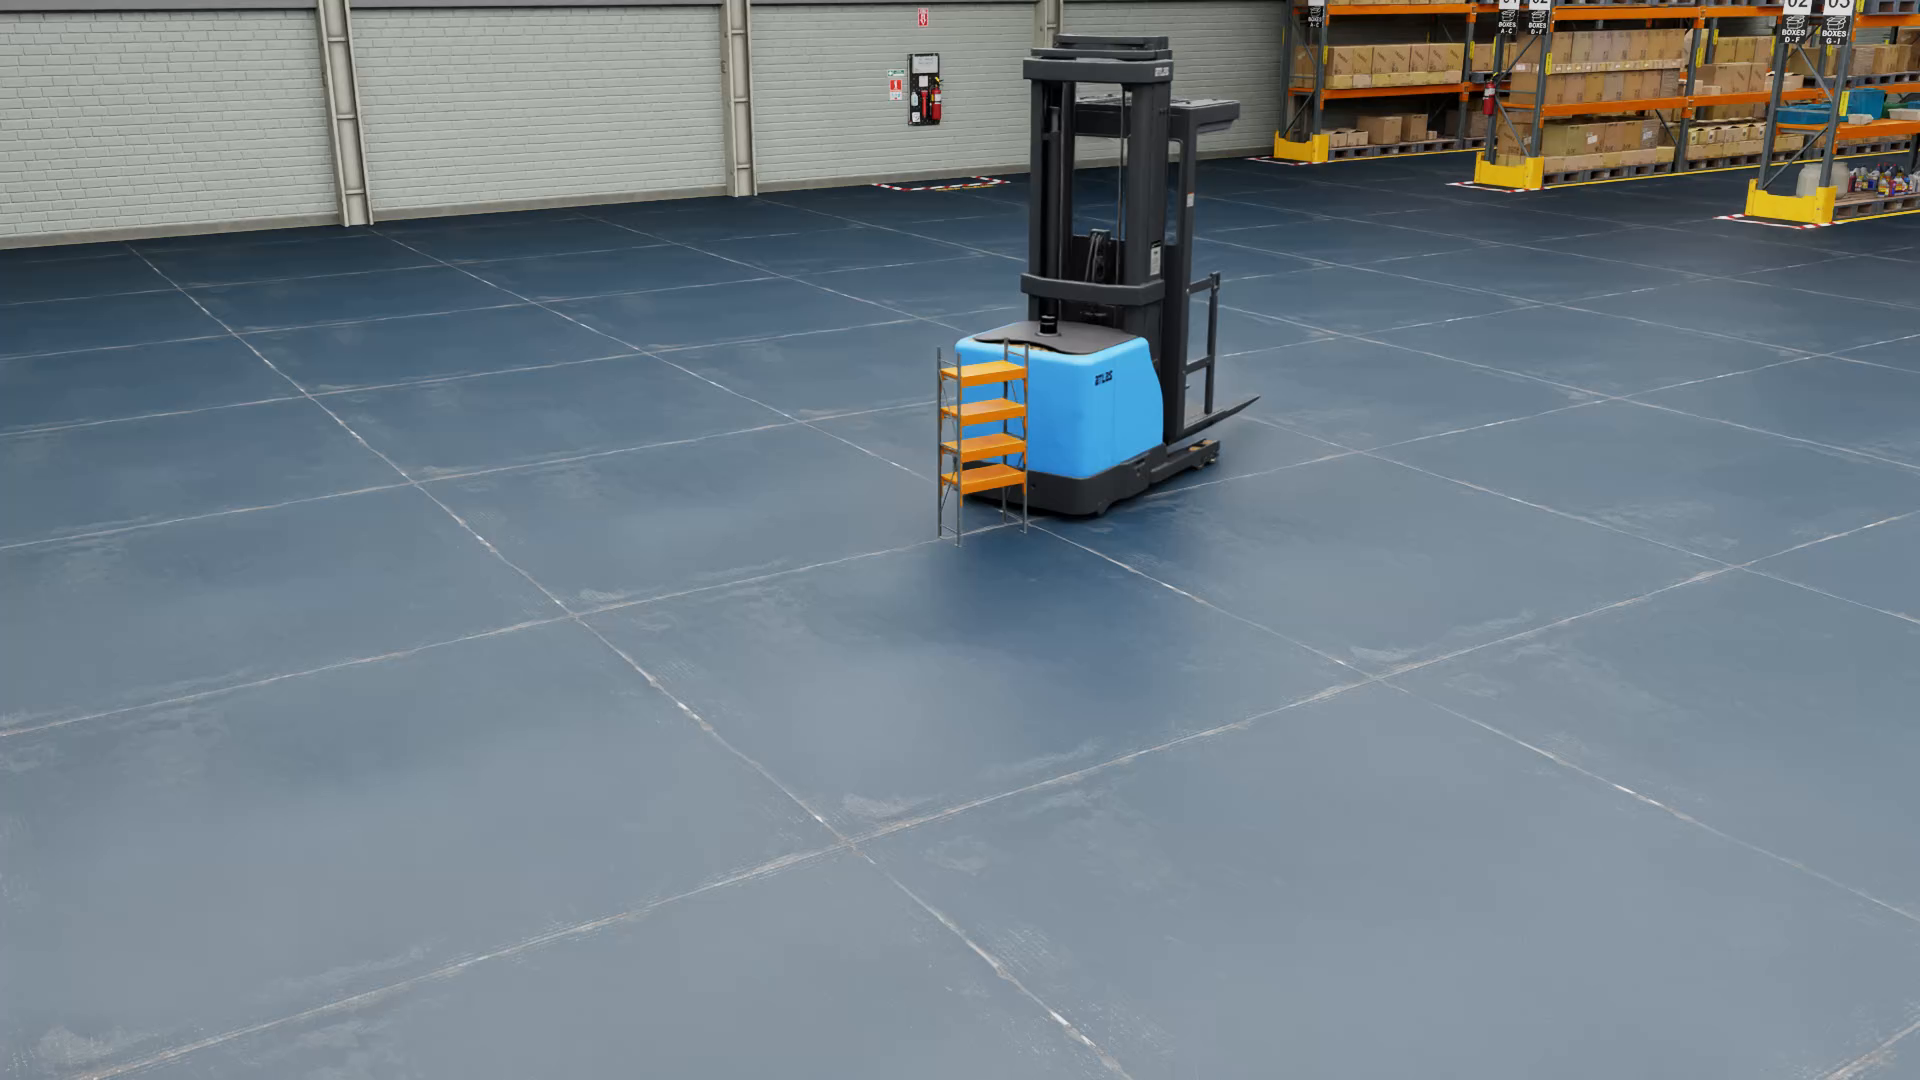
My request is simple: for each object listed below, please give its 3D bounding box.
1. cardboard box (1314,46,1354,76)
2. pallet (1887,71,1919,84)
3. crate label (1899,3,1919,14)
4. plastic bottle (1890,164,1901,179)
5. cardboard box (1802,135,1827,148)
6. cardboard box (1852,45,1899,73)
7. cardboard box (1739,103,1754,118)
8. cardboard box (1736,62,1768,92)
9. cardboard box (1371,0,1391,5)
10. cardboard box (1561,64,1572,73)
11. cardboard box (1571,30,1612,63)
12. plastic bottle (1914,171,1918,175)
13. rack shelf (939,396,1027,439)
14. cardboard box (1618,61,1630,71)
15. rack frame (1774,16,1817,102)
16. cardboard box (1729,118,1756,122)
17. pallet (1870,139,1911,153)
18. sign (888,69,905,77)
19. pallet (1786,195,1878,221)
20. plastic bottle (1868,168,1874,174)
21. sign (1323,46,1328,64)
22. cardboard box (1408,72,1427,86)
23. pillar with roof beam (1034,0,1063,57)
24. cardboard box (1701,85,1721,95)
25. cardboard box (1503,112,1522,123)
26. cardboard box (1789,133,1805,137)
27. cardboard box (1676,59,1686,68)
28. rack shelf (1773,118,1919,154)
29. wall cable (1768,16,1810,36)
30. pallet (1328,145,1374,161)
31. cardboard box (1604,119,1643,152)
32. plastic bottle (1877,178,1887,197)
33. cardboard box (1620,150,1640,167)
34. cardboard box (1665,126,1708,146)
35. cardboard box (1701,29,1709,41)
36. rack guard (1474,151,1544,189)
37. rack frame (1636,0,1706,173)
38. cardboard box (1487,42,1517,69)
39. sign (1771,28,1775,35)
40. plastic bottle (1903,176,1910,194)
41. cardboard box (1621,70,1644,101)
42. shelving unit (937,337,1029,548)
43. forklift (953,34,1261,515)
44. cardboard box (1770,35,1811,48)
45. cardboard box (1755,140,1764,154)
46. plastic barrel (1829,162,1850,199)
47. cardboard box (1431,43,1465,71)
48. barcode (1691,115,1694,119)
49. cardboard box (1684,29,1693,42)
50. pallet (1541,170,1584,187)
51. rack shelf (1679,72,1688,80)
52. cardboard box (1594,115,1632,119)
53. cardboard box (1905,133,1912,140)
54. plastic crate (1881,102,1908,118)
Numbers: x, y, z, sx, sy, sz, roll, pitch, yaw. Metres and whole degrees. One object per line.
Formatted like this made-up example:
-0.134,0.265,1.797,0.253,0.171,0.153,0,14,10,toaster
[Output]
7.000,-8.979,31.154,0.500,0.500,0.500,-12,22,-31,cardboard box
18.458,-9.269,33.278,1.213,0.211,1.003,-12,22,-31,pallet
13.630,-7.624,23.661,0.408,0.251,0.502,-12,22,-31,crate label
14.403,-5.620,25.635,0.185,0.351,0.144,-12,22,-31,plastic bottle
16.383,-7.795,31.834,0.500,0.500,0.500,-11,22,-29,cardboard box
18.128,-9.556,33.015,0.500,0.500,0.700,-8,20,-23,cardboard box
17.991,-10.092,38.661,0.500,0.500,0.700,-11,22,-30,cardboard box
14.453,-8.514,30.590,0.500,0.500,0.500,-13,23,-34,cardboard box
7.753,-10.330,31.244,0.500,0.500,0.500,-11,21,-29,cardboard box
9.829,-7.771,27.379,0.250,0.149,0.380,-13,22,-33,cardboard box
10.462,-8.291,27.903,0.500,0.500,0.700,-12,22,-31,cardboard box
14.584,-5.466,25.294,0.135,0.276,0.152,-12,22,-31,plastic bottle
0.138,-0.746,10.089,0.480,0.148,0.258,-12,22,-31,rack shelf
11.114,-8.041,28.177,0.250,0.149,0.380,-11,22,-30,cardboard box
19.799,-11.500,39.578,0.127,3.000,1.000,-12,22,-31,rack frame
14.812,-7.820,31.455,0.500,0.311,0.500,-13,22,-33,cardboard box
18.527,-7.997,33.570,1.213,0.211,1.003,-12,22,-31,pallet
-1.061,-7.751,27.606,0.331,0.109,0.001,-12,22,-31,sign
12.604,-4.879,24.346,1.213,0.211,1.003,-12,22,-31,pallet
14.005,-5.576,25.609,0.133,0.283,0.061,-11,21,-29,plastic bottle
6.735,-8.947,30.674,0.005,0.325,0.100,-12,22,-31,sign
8.716,-8.982,32.333,0.500,0.250,0.500,-12,22,-32,cardboard box
3.902,-9.670,24.798,0.400,9.000,9.100,-12,22,-31,pillar with roof beam
13.357,-8.045,29.749,0.250,0.149,0.380,-12,22,-31,cardboard box
11.235,-8.728,34.596,0.500,0.500,0.700,-12,22,-31,cardboard box
15.543,-7.771,31.309,0.500,0.311,0.500,-11,22,-30,cardboard box
12.395,-8.312,28.978,0.250,0.149,0.380,-12,22,-31,cardboard box
13.555,-6.044,24.561,4.000,0.370,1.077,-12,22,-31,rack shelf
20.348,-12.460,40.831,1.851,1.984,0.084,-12,22,-31,wall cable
7.198,-7.508,32.124,1.213,0.211,1.003,-12,22,-31,pallet
11.398,-7.000,28.733,0.500,0.500,0.500,-12,22,-31,cardboard box
13.571,-5.184,24.468,0.097,0.271,0.097,0,19,0,plastic bottle
11.405,-6.641,28.843,0.500,0.250,0.500,-12,22,-31,cardboard box
12.987,-7.230,29.710,0.500,0.311,0.500,-12,22,-31,cardboard box
16.209,-11.198,36.862,0.500,0.250,0.500,-11,22,-30,cardboard box
9.144,-6.169,27.713,0.348,0.500,1.175,-12,22,-31,rack guard
12.504,-8.062,29.409,0.127,3.000,1.000,-12,22,-31,rack frame
11.224,-9.944,34.131,0.500,0.500,0.700,-9,21,-24,cardboard box
19.499,-12.097,39.869,0.005,0.325,0.100,-12,22,-31,sign
14.110,-5.298,24.805,0.097,0.271,0.097,0,19,0,plastic bottle
11.279,-7.848,28.619,0.500,0.500,0.700,-12,22,-31,cardboard box
0.138,-0.598,10.139,0.503,1.200,0.258,-12,22,-31,shelving unit
1.198,-1.959,11.463,1.130,2.935,3.031,12,22,32,forklift
19.379,-11.550,39.257,0.700,0.700,0.980,-11,21,-29,cardboard box
14.690,-7.326,30.868,0.500,0.250,0.500,-11,22,-30,cardboard box
12.811,-5.277,24.400,0.421,0.512,0.421,0,19,0,plastic barrel
9.552,-9.514,32.736,0.500,0.500,0.500,-12,22,-32,cardboard box
12.947,-7.475,29.389,0.075,0.075,0.001,-12,22,-31,barcode
15.777,-11.111,36.603,0.500,0.250,0.500,-11,22,-30,cardboard box
9.779,-6.183,28.203,1.213,0.211,1.003,-12,22,-31,pallet
14.788,-10.103,36.568,4.000,0.370,1.077,-12,22,-31,rack shelf
11.532,-7.226,29.401,0.500,0.500,0.500,-12,22,-31,cardboard box
18.931,-8.332,33.423,0.500,0.500,0.500,-12,22,-32,cardboard box
13.937,-6.473,25.038,0.662,0.188,0.450,-12,22,-31,plastic crate
